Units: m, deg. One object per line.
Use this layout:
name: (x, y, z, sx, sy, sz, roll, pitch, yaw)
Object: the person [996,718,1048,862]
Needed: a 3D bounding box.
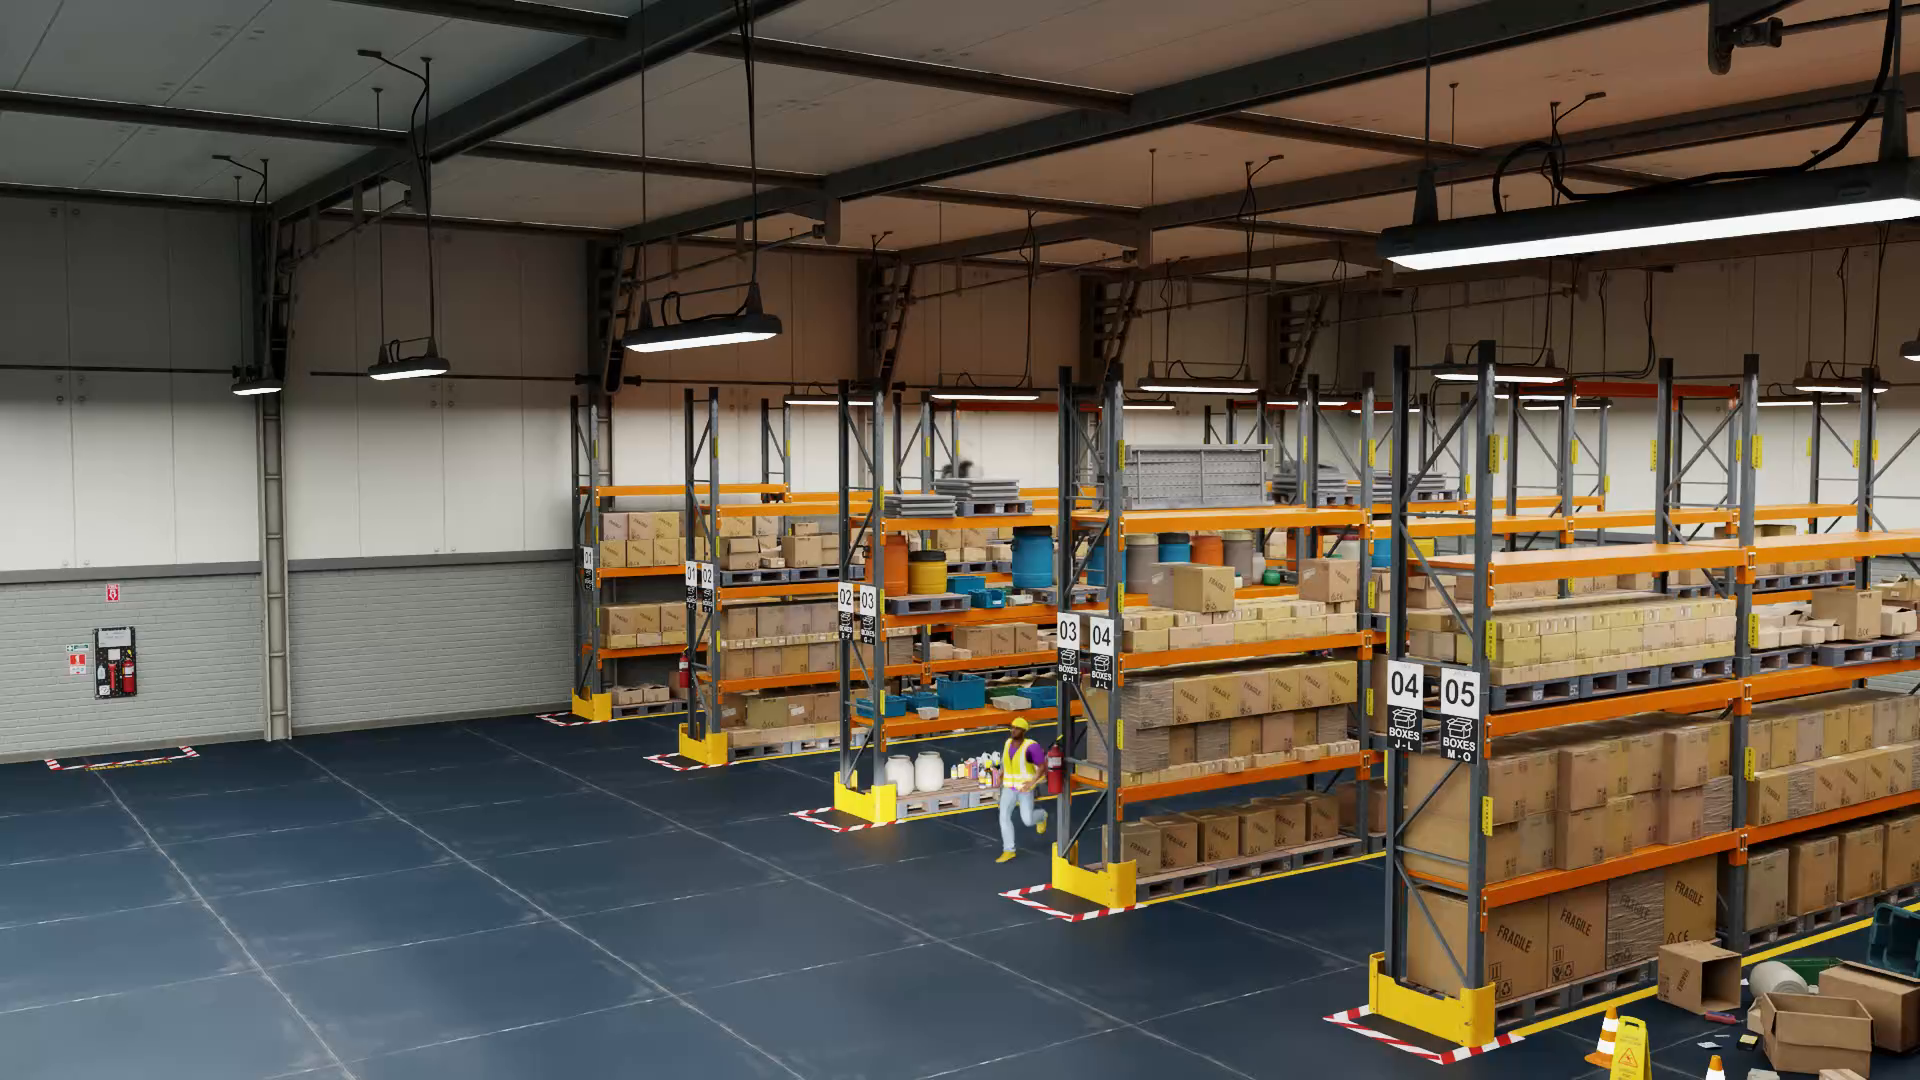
person: (0.760, 3.076, 20.705, 0.685, 1.744, 0.965, 2, 4, 31)
